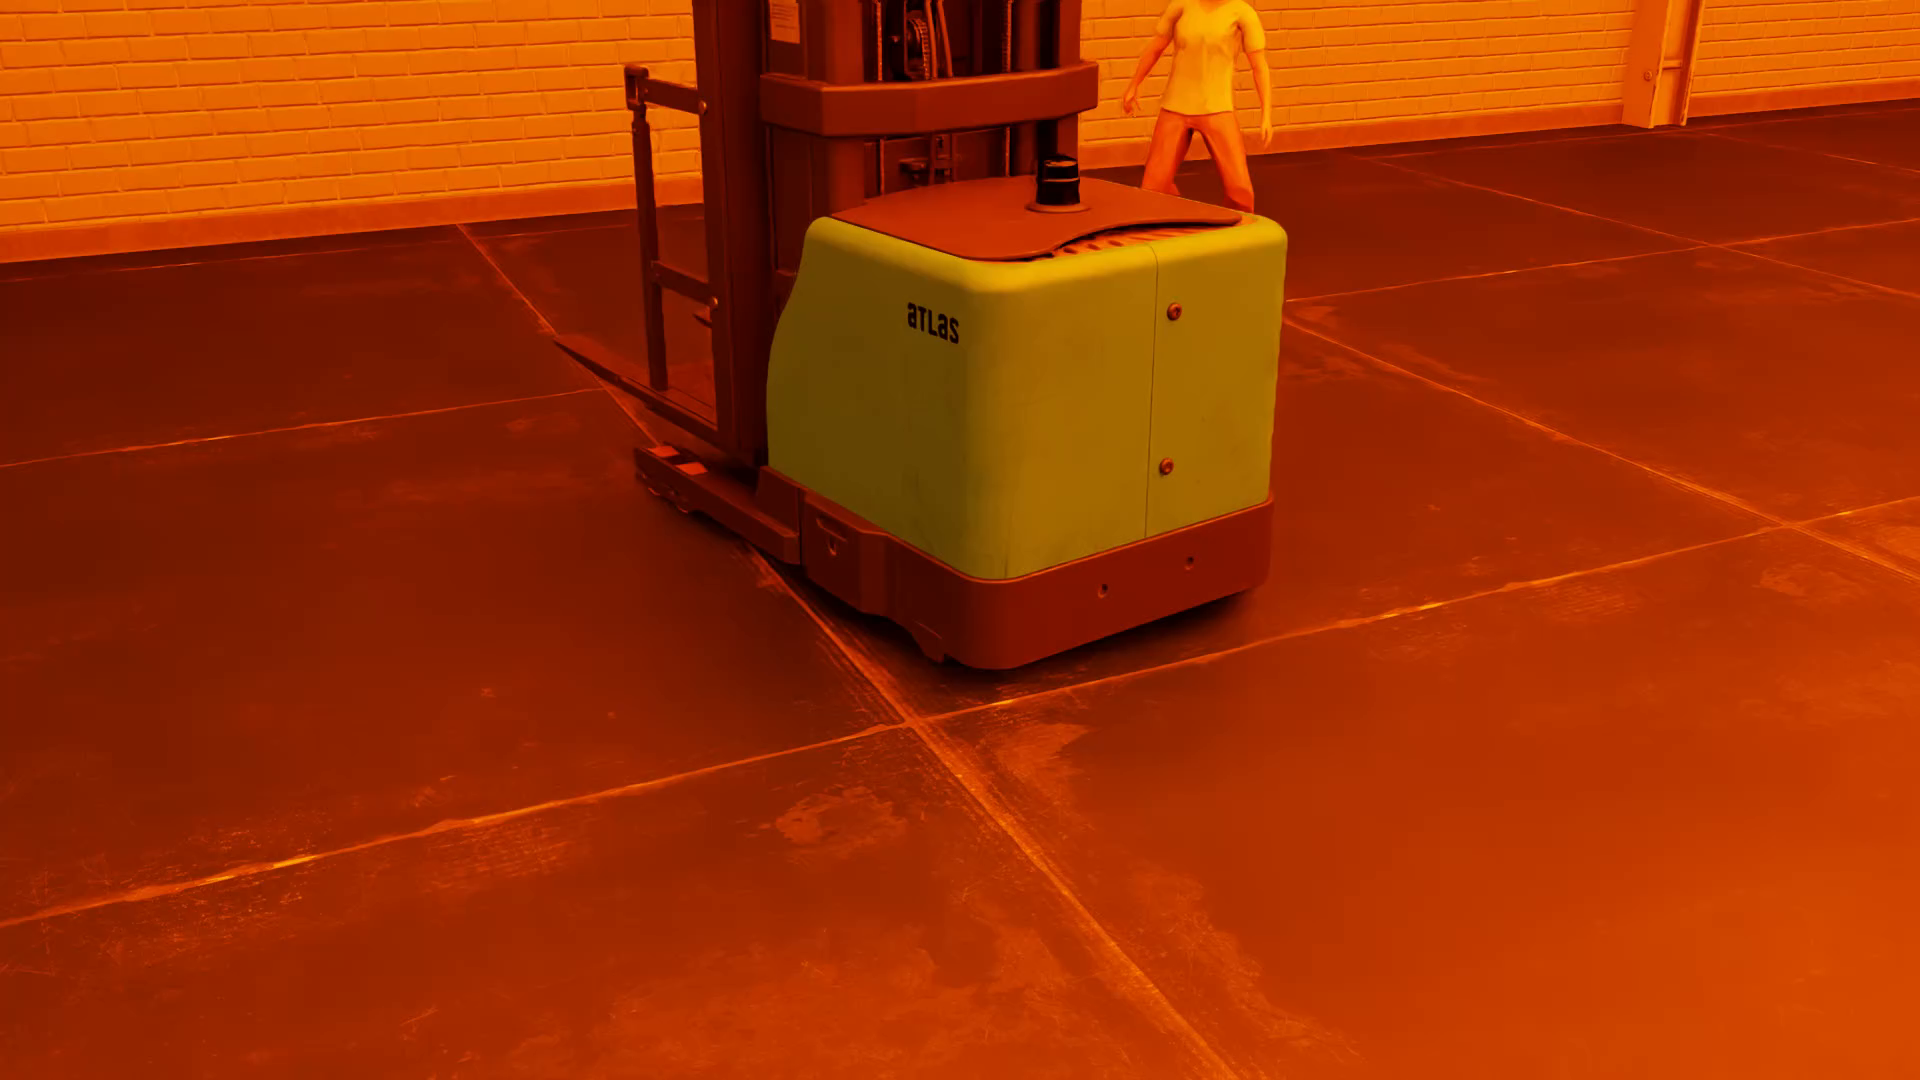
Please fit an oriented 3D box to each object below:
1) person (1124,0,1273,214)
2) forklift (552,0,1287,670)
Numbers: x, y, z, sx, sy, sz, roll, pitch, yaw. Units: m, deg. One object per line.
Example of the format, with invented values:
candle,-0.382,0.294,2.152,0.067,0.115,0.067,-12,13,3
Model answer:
person,1.175,-2.116,8.131,0.813,1.598,0.477,11,25,24
forklift,-0.408,-1.534,4.979,1.130,2.935,3.031,-16,27,-33
